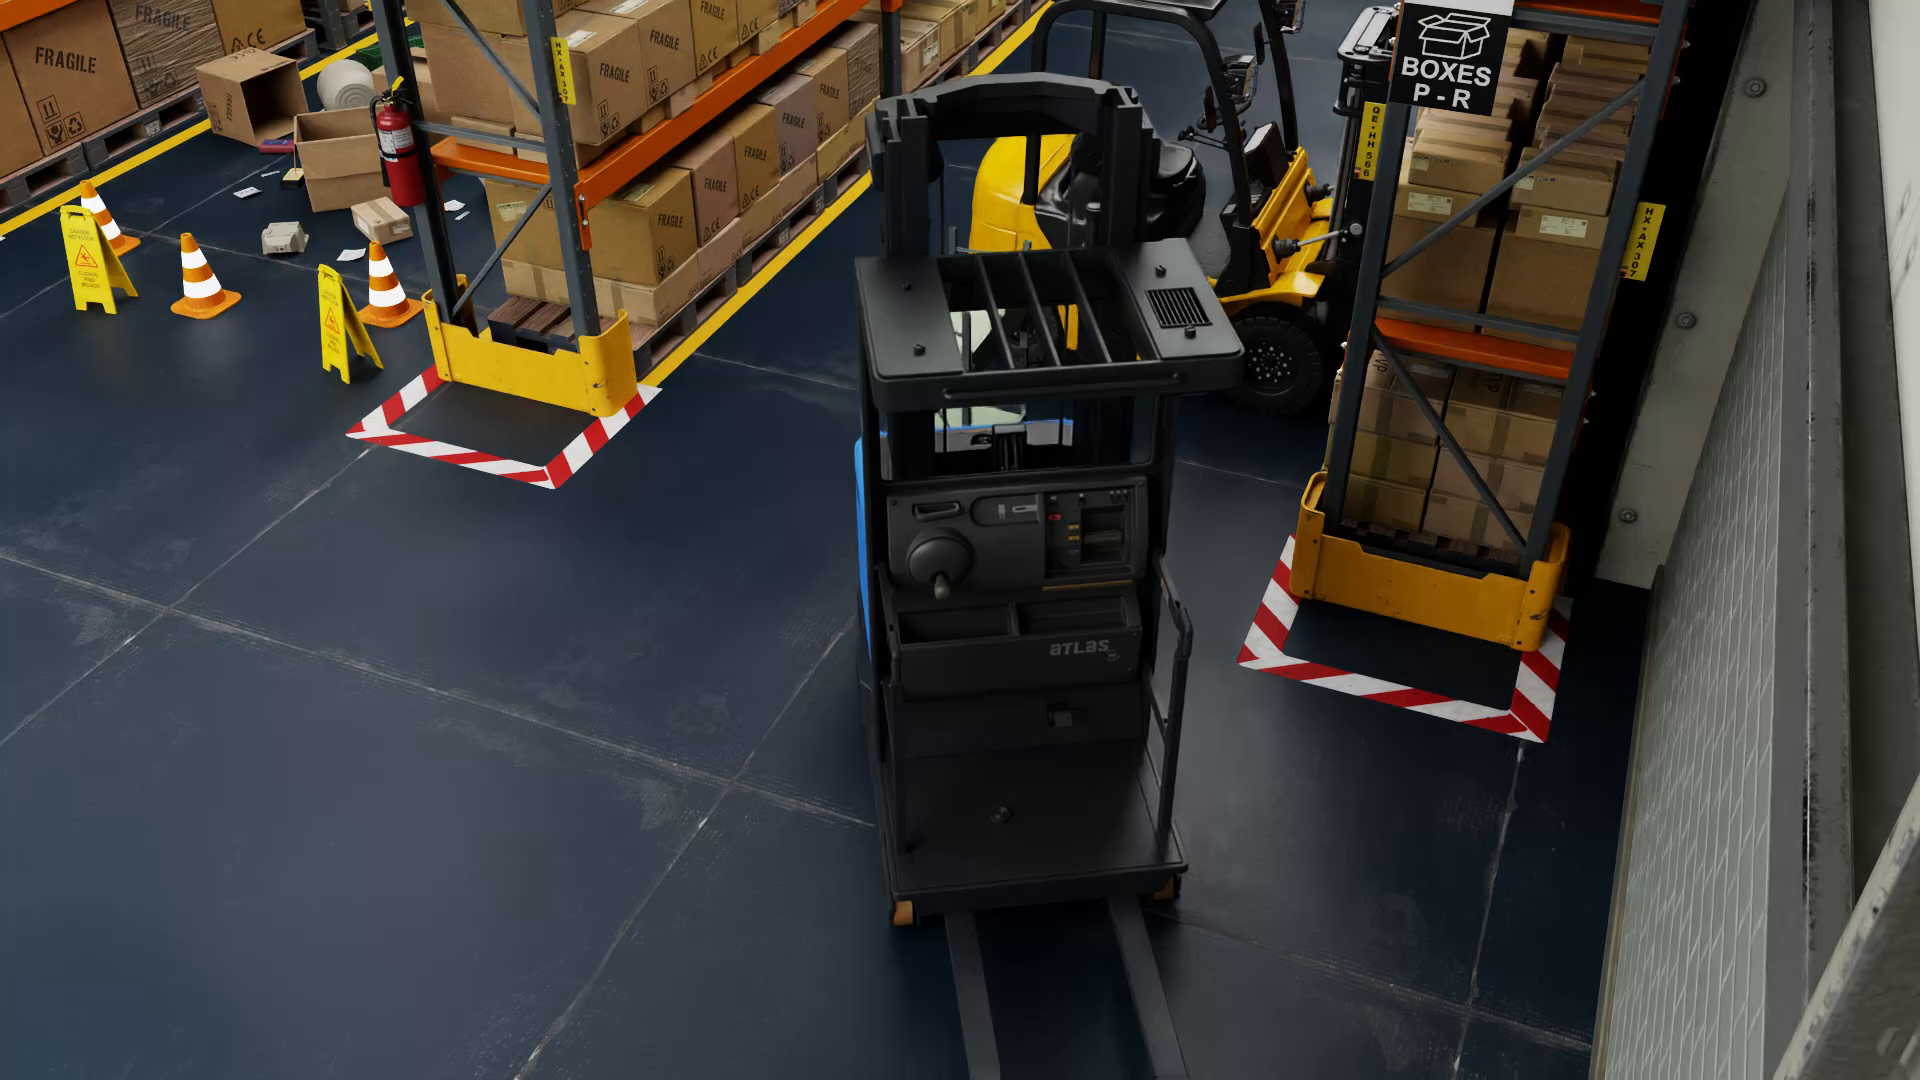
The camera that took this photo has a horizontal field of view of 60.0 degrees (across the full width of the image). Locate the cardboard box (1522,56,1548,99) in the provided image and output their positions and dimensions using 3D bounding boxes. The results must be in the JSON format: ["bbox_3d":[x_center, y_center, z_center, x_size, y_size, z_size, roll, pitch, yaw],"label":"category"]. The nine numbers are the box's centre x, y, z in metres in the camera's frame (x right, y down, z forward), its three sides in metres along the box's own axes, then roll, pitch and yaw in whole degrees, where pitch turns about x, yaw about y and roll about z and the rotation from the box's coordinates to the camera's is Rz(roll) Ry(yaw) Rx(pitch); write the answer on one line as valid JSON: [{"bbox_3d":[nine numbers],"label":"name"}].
[{"bbox_3d":[2.680,-2.311,8.211,0.380,0.149,0.250,14,39,17],"label":"cardboard box"}]

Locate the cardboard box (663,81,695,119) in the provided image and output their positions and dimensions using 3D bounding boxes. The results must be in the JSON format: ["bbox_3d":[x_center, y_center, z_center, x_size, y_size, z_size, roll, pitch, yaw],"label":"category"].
[{"bbox_3d":[-1.709,-2.492,9.289,0.380,0.149,0.250,14,39,18],"label":"cardboard box"}]

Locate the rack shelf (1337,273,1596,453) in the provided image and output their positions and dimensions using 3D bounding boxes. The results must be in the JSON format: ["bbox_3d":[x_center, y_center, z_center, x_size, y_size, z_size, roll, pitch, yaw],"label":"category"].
[{"bbox_3d":[2.925,-1.741,8.675,1.077,0.370,4.000,14,39,18],"label":"rack shelf"}]

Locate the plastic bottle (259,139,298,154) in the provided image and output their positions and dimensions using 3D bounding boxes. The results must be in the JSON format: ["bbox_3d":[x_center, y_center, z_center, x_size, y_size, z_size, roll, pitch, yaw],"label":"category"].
[{"bbox_3d":[-4.891,-2.839,11.997,0.283,0.061,0.133,1,37,2],"label":"plastic bottle"}]

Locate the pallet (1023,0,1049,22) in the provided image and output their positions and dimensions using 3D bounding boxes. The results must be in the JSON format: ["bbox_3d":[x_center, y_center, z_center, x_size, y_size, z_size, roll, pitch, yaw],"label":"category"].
[{"bbox_3d":[0.317,-4.931,14.670,1.003,0.211,1.213,14,39,18],"label":"pallet"}]

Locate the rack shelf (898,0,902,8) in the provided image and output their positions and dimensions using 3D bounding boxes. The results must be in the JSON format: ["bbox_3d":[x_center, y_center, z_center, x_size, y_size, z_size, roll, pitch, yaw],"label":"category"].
[{"bbox_3d":[-0.145,-5.085,13.148,1.077,0.370,4.000,14,39,18],"label":"rack shelf"}]

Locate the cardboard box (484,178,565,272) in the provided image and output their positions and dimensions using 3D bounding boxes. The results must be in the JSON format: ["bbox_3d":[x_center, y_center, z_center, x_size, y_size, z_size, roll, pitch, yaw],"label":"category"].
[{"bbox_3d":[-2.364,-1.921,9.634,0.500,0.500,0.500,14,39,18],"label":"cardboard box"}]

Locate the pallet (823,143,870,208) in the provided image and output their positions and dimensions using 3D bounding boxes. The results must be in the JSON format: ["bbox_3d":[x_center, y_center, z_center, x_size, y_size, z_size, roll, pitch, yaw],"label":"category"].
[{"bbox_3d":[-1.129,-2.769,11.778,1.003,0.211,1.213,14,39,18],"label":"pallet"}]

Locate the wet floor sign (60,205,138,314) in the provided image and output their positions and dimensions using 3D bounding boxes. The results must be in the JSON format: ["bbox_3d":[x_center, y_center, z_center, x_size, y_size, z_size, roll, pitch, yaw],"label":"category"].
[{"bbox_3d":[-5.224,-1.712,10.002,0.267,0.644,0.232,7,37,10],"label":"wet floor sign"}]

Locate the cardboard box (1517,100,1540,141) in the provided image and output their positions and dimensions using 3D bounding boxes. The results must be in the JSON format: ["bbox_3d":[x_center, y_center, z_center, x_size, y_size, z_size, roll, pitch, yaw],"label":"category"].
[{"bbox_3d":[2.509,-1.863,8.154,0.500,0.500,0.500,13,39,17],"label":"cardboard box"}]

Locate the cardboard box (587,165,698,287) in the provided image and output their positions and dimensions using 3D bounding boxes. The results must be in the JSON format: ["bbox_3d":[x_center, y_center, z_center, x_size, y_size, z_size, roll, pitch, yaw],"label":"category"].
[{"bbox_3d":[-1.857,-1.815,9.492,0.500,0.500,0.500,13,39,16],"label":"cardboard box"}]

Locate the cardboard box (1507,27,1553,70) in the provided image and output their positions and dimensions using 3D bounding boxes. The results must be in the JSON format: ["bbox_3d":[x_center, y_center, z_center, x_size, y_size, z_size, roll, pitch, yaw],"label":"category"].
[{"bbox_3d":[2.683,-2.438,8.133,0.380,0.149,0.250,14,39,18],"label":"cardboard box"}]

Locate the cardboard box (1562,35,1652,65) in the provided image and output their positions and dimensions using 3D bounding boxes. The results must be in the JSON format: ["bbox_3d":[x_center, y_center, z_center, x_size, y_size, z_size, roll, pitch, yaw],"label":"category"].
[{"bbox_3d":[3.104,-2.328,7.986,0.380,0.149,0.250,14,39,18],"label":"cardboard box"}]

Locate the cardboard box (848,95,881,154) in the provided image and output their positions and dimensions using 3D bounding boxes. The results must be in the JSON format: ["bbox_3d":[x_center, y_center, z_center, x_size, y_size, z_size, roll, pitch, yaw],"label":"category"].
[{"bbox_3d":[-0.882,-2.944,11.629,0.500,0.250,0.500,16,40,20],"label":"cardboard box"}]

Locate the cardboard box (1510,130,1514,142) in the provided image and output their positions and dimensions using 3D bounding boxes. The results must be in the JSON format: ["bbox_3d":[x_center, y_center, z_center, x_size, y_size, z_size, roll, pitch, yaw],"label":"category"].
[{"bbox_3d":[2.262,-1.756,7.468,0.380,0.149,0.250,15,39,19],"label":"cardboard box"}]

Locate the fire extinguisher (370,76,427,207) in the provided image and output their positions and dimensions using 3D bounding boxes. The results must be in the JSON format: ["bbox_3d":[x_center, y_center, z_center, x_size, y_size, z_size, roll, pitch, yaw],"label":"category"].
[{"bbox_3d":[-2.898,-2.061,8.567,0.296,0.674,0.183,14,39,18],"label":"fire extinguisher"}]

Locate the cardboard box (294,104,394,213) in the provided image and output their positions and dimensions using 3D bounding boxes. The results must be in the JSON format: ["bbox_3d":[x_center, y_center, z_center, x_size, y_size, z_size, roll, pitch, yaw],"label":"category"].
[{"bbox_3d":[-4.101,-2.600,11.308,0.797,0.503,0.637,-11,38,-14],"label":"cardboard box"}]

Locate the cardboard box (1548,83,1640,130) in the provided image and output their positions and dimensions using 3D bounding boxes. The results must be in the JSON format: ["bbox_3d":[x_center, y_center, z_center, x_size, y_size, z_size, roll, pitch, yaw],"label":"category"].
[{"bbox_3d":[2.815,-1.899,7.411,0.380,0.149,0.250,14,39,18],"label":"cardboard box"}]

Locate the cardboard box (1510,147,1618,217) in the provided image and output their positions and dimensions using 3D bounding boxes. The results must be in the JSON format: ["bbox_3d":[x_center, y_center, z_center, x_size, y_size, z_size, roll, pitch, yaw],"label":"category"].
[{"bbox_3d":[2.489,-1.478,6.849,0.380,0.149,0.250,13,39,17],"label":"cardboard box"}]

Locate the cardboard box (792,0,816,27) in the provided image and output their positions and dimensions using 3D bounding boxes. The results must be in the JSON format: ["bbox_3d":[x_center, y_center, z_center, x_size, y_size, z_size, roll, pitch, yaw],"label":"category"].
[{"bbox_3d":[-1.130,-3.354,10.442,0.380,0.149,0.250,13,39,17],"label":"cardboard box"}]

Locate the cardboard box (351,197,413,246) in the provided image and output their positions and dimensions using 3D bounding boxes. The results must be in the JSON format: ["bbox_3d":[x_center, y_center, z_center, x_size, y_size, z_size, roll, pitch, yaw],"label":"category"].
[{"bbox_3d":[-3.798,-2.094,10.928,0.250,0.149,0.380,-25,43,-29],"label":"cardboard box"}]

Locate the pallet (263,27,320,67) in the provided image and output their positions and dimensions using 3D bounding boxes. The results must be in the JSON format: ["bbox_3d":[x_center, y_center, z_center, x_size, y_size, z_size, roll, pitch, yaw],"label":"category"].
[{"bbox_3d":[-5.884,-3.817,13.180,1.003,0.211,1.213,14,39,18],"label":"pallet"}]

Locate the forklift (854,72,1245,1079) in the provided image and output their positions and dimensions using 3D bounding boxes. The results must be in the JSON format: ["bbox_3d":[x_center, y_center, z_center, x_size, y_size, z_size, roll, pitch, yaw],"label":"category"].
[{"bbox_3d":[0.238,0.060,5.721,1.130,2.935,3.031,-4,37,-6],"label":"forklift"}]

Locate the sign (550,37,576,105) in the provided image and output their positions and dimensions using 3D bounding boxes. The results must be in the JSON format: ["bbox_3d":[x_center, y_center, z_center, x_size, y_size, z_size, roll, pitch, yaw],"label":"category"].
[{"bbox_3d":[-1.926,-2.274,8.064,0.100,0.325,0.005,14,39,18],"label":"sign"}]

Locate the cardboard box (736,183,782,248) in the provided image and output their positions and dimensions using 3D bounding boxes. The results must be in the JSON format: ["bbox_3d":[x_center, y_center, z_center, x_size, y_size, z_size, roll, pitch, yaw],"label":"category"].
[{"bbox_3d":[-1.468,-2.087,10.483,0.500,0.250,0.500,16,40,21],"label":"cardboard box"}]

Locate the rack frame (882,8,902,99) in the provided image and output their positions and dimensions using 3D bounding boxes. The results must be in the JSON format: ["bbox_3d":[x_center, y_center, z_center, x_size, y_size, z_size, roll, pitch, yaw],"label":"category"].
[{"bbox_3d":[-0.906,-4.265,11.451,1.000,3.000,0.127,14,39,18],"label":"rack frame"}]

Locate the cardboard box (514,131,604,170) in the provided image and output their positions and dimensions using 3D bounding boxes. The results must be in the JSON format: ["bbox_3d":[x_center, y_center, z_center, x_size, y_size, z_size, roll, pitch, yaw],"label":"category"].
[{"bbox_3d":[-2.107,-2.091,8.752,0.380,0.149,0.250,14,39,18],"label":"cardboard box"}]

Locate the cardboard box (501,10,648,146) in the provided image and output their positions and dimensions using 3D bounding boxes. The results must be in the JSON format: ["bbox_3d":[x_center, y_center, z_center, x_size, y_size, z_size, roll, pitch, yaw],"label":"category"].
[{"bbox_3d":[-1.991,-2.409,8.636,0.500,0.500,0.500,13,39,17],"label":"cardboard box"}]

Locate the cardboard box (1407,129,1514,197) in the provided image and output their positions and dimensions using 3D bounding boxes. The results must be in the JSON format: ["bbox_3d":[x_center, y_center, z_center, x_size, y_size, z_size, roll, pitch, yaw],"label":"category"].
[{"bbox_3d":[2.105,-1.587,6.995,0.380,0.149,0.250,14,39,18],"label":"cardboard box"}]

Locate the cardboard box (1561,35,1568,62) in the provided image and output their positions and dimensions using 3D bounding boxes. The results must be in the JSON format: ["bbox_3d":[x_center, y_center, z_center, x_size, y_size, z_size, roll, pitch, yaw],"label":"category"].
[{"bbox_3d":[3.572,-2.591,9.128,0.500,0.500,0.500,14,39,18],"label":"cardboard box"}]

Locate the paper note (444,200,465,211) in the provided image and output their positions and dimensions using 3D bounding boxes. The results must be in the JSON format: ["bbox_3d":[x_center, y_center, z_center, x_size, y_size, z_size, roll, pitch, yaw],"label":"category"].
[{"bbox_3d":[-3.447,-2.270,11.271,0.148,0.019,0.142,29,45,33],"label":"paper note"}]

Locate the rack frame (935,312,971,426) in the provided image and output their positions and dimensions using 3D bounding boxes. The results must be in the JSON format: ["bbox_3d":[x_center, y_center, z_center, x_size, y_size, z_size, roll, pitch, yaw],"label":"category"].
[{"bbox_3d":[-0.142,-0.394,7.525,0.400,1.500,0.023,14,39,18],"label":"rack frame"}]

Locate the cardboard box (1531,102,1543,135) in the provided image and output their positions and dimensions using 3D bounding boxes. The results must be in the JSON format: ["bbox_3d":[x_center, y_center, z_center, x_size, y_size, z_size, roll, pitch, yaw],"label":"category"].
[{"bbox_3d":[2.974,-1.746,7.997,0.500,0.500,0.500,13,39,17],"label":"cardboard box"}]

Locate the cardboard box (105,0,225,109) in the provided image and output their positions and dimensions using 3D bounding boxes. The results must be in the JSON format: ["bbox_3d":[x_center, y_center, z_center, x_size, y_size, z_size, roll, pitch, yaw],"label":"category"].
[{"bbox_3d":[-6.166,-3.822,12.282,0.875,0.875,0.875,14,39,18],"label":"cardboard box"}]

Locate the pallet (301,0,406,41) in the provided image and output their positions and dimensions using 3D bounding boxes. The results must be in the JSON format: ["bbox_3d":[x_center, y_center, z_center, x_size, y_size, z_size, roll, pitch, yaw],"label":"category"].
[{"bbox_3d":[-5.298,-4.664,14.314,1.003,0.211,1.213,14,39,18],"label":"pallet"}]

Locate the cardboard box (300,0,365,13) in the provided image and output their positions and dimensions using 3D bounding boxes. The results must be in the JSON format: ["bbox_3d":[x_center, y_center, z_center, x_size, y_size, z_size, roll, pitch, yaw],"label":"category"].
[{"bbox_3d":[-5.369,-4.968,13.920,1.050,0.750,0.750,14,39,18],"label":"cardboard box"}]

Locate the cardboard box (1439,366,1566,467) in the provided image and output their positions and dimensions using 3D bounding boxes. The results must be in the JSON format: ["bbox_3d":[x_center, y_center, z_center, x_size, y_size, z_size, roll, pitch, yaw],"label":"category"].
[{"bbox_3d":[2.522,-0.612,7.675,0.500,0.250,0.500,13,39,17],"label":"cardboard box"}]

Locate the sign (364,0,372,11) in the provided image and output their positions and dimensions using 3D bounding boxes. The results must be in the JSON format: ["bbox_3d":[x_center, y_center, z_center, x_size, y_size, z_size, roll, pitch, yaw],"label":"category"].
[{"bbox_3d":[-2.934,-2.779,8.231,0.100,0.325,0.005,14,39,18],"label":"sign"}]

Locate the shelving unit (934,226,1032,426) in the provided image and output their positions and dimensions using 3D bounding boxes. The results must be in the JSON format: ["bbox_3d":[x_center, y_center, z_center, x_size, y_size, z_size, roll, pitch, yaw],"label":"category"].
[{"bbox_3d":[-0.003,-0.597,7.796,0.431,1.500,0.755,14,39,18],"label":"shelving unit"}]

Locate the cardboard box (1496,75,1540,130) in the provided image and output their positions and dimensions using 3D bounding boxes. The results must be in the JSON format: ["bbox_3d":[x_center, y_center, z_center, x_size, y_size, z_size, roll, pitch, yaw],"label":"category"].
[{"bbox_3d":[2.408,-2.003,7.551,0.380,0.149,0.250,14,39,18],"label":"cardboard box"}]

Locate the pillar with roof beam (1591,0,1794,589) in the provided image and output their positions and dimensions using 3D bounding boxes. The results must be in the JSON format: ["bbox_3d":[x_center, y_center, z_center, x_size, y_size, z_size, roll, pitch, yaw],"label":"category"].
[{"bbox_3d":[-0.719,-4.486,6.735,9.100,9.000,0.400,14,39,18],"label":"pillar with roof beam"}]

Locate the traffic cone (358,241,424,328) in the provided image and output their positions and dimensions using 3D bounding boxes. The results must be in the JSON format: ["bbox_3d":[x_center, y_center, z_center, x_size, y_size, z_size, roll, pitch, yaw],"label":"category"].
[{"bbox_3d":[-3.457,-1.567,9.959,0.336,0.463,0.334,14,39,18],"label":"traffic cone"}]

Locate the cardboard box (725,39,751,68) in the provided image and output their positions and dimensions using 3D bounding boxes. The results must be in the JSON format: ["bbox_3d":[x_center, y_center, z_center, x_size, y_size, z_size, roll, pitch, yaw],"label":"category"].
[{"bbox_3d":[-1.469,-2.943,9.891,0.380,0.149,0.250,13,39,17],"label":"cardboard box"}]

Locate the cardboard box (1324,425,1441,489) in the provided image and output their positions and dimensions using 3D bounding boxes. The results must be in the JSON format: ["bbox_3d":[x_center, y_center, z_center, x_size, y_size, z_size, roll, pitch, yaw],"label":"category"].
[{"bbox_3d":[2.060,-0.530,7.982,0.500,0.250,0.500,13,39,17],"label":"cardboard box"}]

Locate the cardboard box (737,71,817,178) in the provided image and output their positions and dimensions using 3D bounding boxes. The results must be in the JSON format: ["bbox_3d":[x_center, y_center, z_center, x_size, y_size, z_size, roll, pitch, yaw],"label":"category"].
[{"bbox_3d":[-1.268,-2.679,10.648,0.500,0.500,0.500,16,40,20],"label":"cardboard box"}]

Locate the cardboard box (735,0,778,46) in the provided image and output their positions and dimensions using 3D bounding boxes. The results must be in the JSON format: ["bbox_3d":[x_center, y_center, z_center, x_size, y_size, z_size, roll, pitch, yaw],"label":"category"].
[{"bbox_3d":[-1.418,-3.262,9.777,0.500,0.500,0.500,13,39,17],"label":"cardboard box"}]

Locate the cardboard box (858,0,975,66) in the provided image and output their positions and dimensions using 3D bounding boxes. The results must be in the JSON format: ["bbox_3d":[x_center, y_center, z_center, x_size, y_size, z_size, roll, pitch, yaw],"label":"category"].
[{"bbox_3d":[-0.438,-4.071,13.035,0.950,0.372,0.625,16,40,21],"label":"cardboard box"}]

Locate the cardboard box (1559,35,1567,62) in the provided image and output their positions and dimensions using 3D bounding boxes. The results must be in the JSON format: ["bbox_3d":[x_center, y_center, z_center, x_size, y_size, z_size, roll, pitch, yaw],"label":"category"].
[{"bbox_3d":[3.093,-2.698,9.271,0.500,0.500,0.500,15,39,19],"label":"cardboard box"}]

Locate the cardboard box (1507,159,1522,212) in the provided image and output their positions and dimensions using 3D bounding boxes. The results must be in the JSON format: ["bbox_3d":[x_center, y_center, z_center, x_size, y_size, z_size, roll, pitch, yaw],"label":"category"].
[{"bbox_3d":[2.568,-1.502,7.128,0.380,0.149,0.250,14,39,18],"label":"cardboard box"}]
